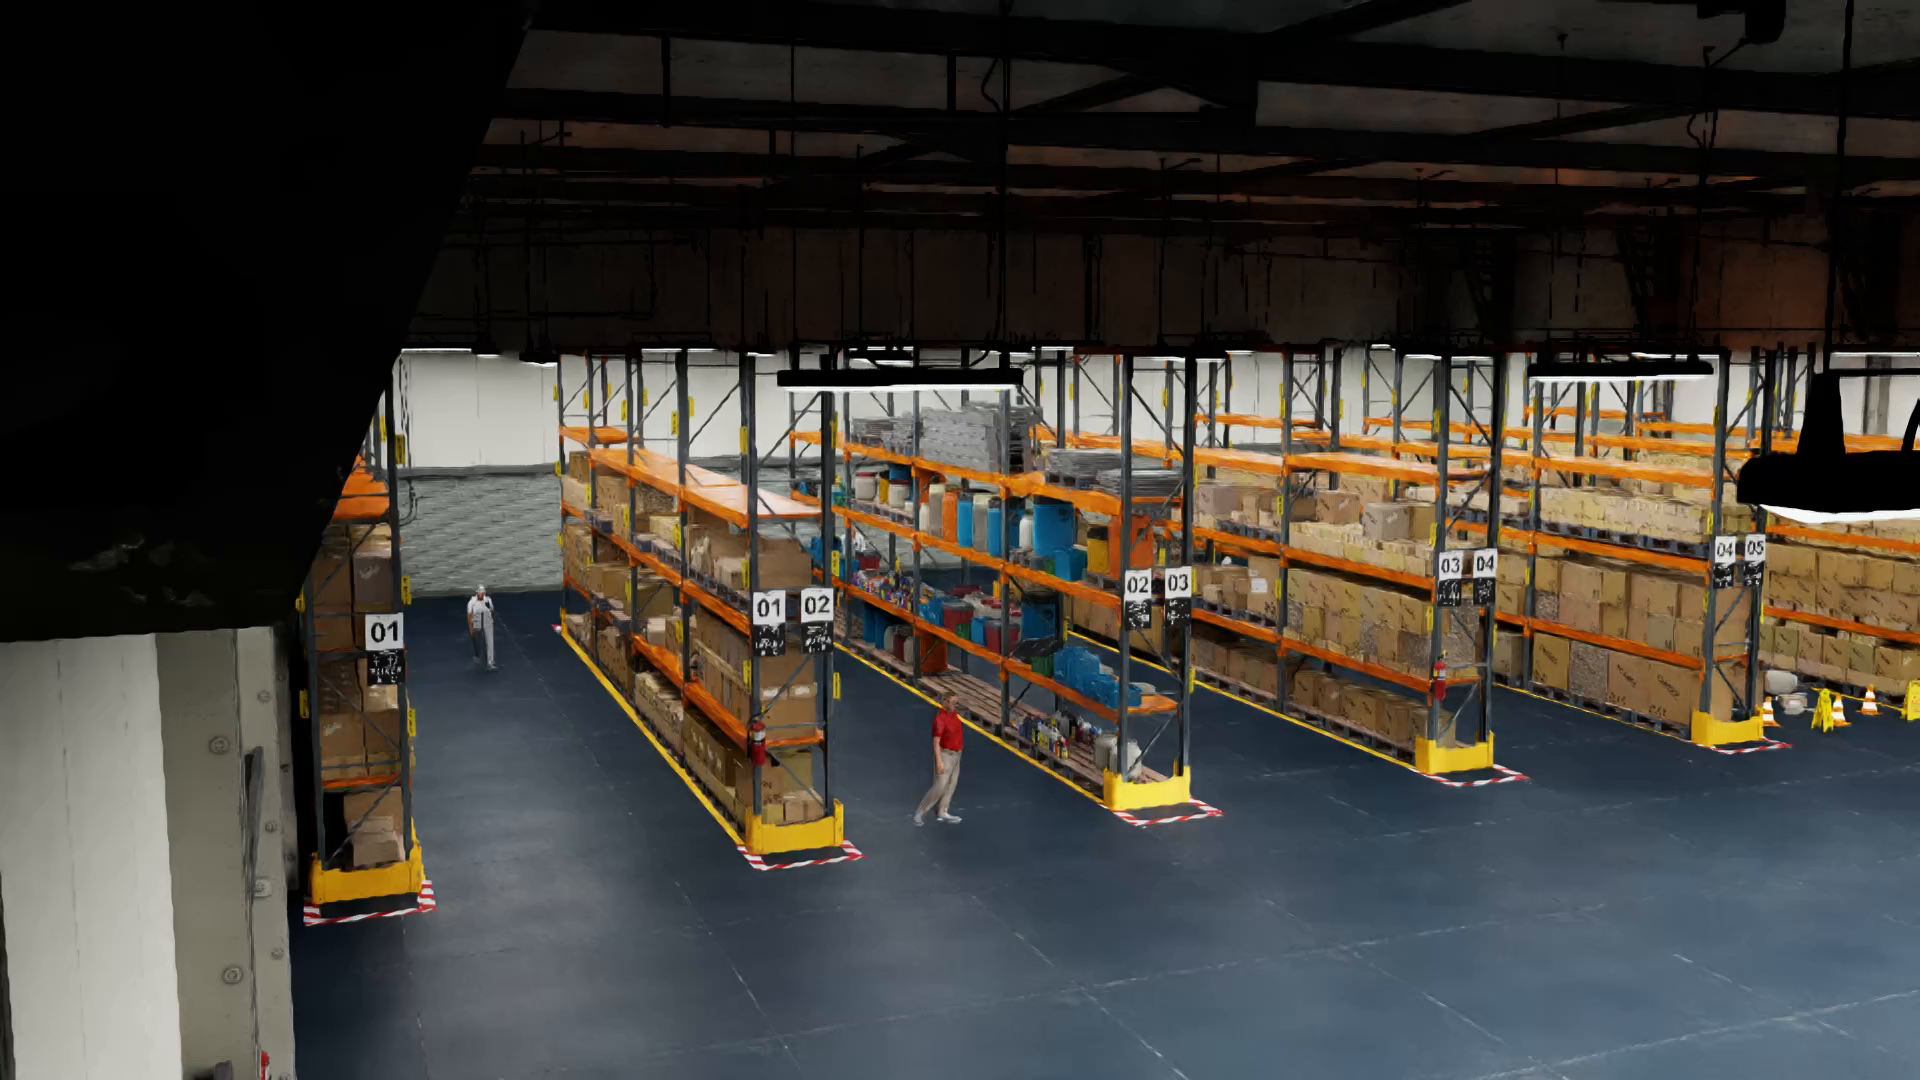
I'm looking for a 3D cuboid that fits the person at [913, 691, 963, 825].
[{"bbox_3d":[-0.268,2.791,21.223,0.543,1.719,0.729,4,8,28],"label":"person"}]

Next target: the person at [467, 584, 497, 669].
[{"bbox_3d":[-8.938,1.595,31.056,0.497,1.583,1.090,-3,8,-19],"label":"person"}]

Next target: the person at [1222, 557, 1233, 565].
[{"bbox_3d":[5.405,1.178,33.697,0.577,1.696,1.020,-3,8,-22],"label":"person"}]

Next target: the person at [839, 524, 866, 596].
[{"bbox_3d":[-2.592,0.465,39.480,0.729,1.733,0.546,-3,8,-23],"label":"person"}]
